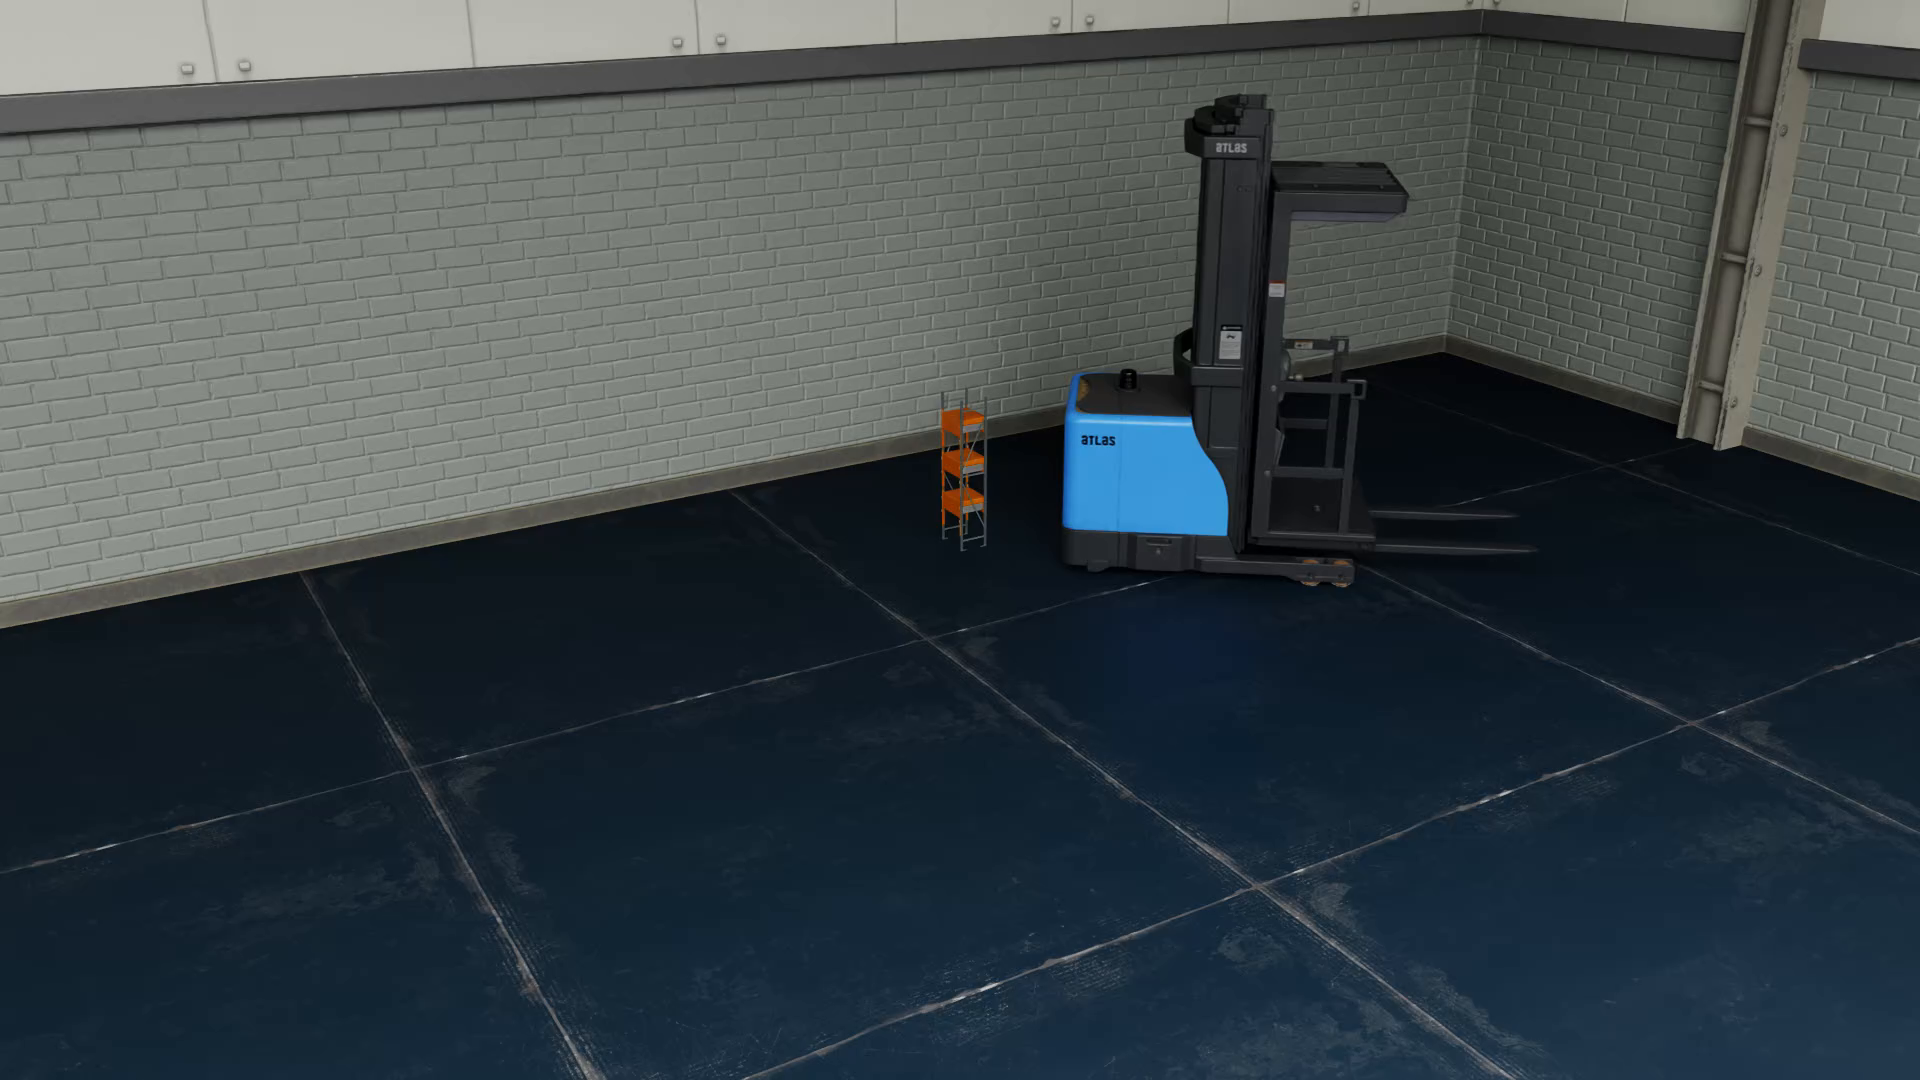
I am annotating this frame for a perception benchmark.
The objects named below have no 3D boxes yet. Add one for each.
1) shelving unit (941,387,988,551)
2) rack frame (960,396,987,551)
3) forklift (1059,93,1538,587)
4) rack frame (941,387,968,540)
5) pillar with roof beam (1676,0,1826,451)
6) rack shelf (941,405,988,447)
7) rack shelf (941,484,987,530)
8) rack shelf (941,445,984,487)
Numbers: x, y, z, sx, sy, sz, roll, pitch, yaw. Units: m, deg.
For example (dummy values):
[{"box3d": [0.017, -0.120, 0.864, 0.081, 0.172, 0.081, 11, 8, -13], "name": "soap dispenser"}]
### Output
[{"box3d": [0.027, -0.469, 11.071, 0.215, 1.050, 0.252, -13, 25, -28], "name": "shelving unit"}, {"box3d": [0.090, -0.430, 10.974, 0.200, 1.050, 0.008, -13, 25, -28], "name": "rack frame"}, {"box3d": [2.198, -1.269, 10.541, 3.031, 2.935, 1.130, 2, 22, 6], "name": "forklift"}, {"box3d": [-0.035, -0.509, 11.168, 0.200, 1.050, 0.008, -13, 25, -28], "name": "rack frame"}, {"box3d": [2.275, -4.134, 9.531, 9.100, 9.000, 0.400, -13, 25, -28], "name": "pillar with roof beam"}, {"box3d": [0.027, -0.722, 10.968, 0.215, 0.259, 0.240, -13, 25, -28], "name": "rack shelf"}, {"box3d": [0.027, -0.202, 11.180, 0.215, 0.259, 0.240, -13, 25, -28], "name": "rack shelf"}, {"box3d": [0.027, -0.459, 11.075, 0.215, 0.259, 0.240, -13, 25, -28], "name": "rack shelf"}]
